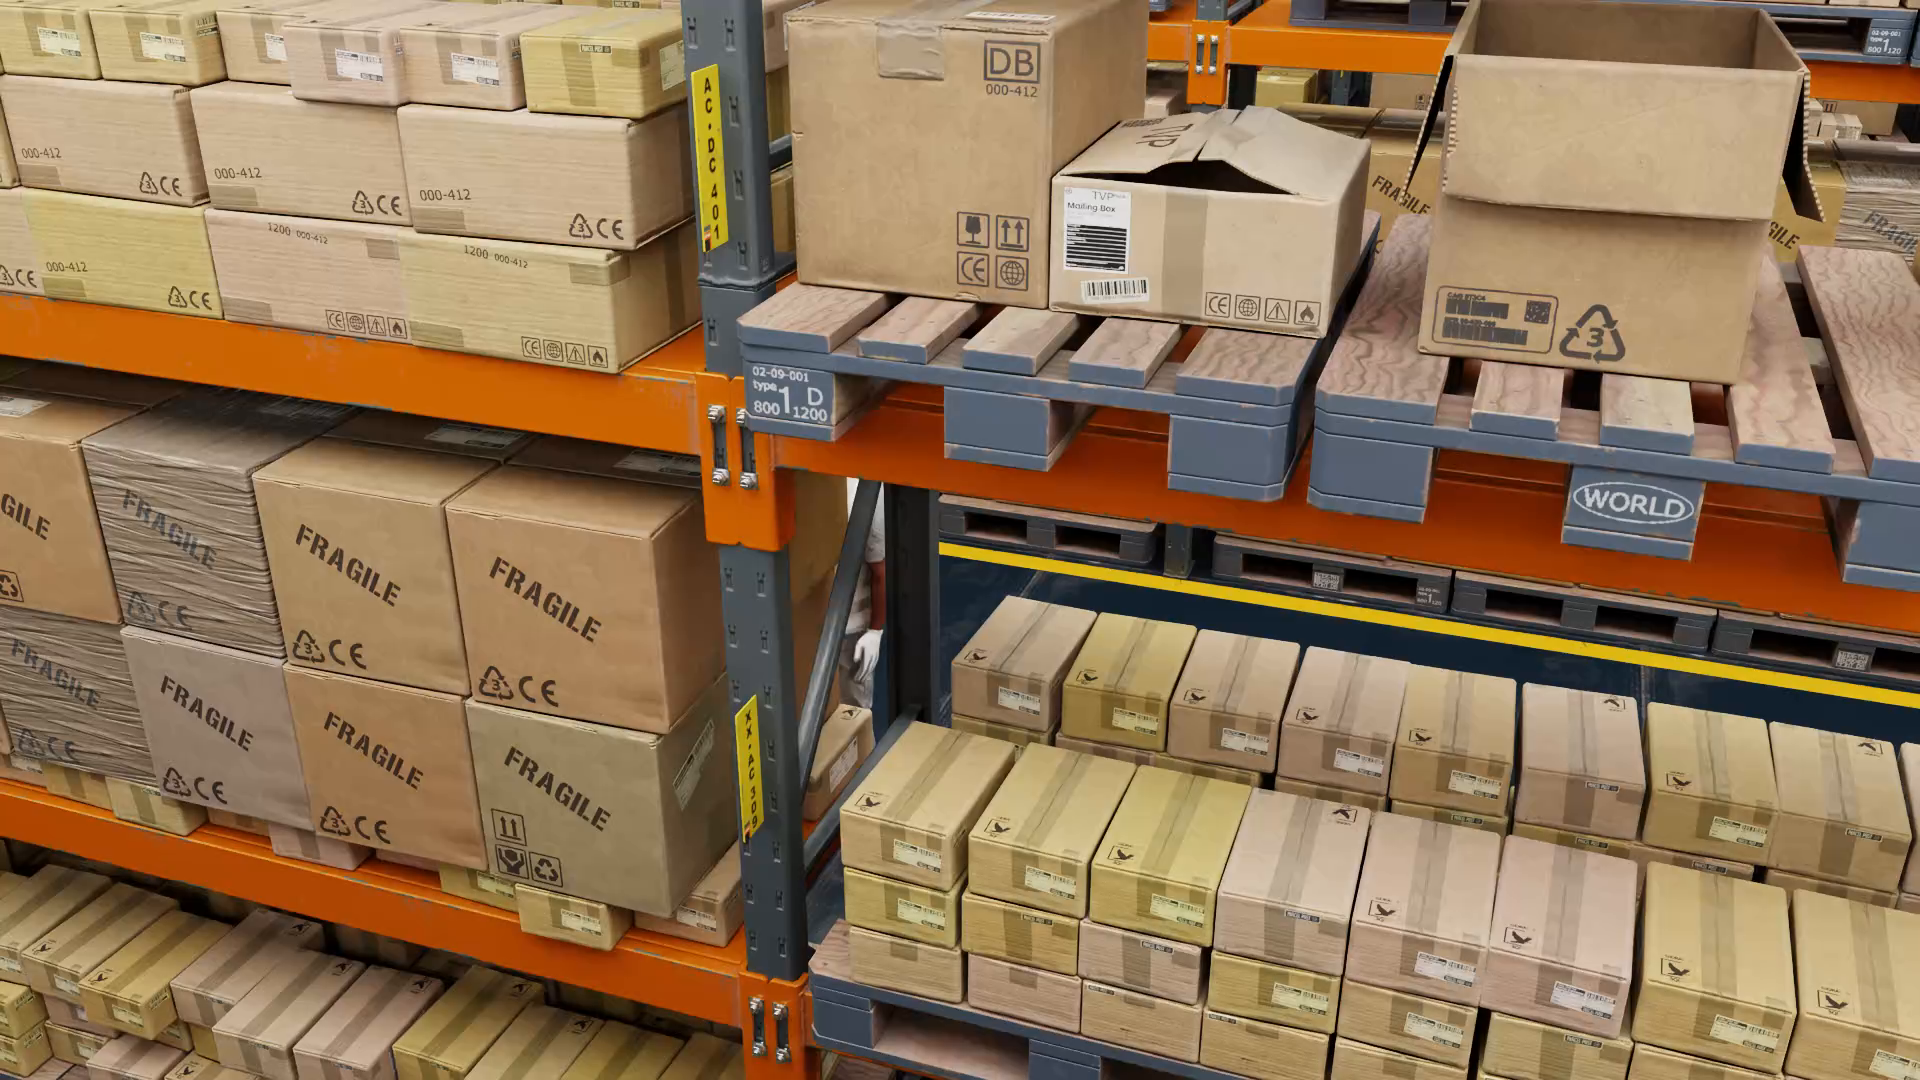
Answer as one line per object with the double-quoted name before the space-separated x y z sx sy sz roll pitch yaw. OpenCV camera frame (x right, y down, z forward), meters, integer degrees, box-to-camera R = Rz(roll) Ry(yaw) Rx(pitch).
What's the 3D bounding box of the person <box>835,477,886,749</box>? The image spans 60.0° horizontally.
"person" -0.522 0.340 6.419 0.562 1.749 0.427 9 27 19
